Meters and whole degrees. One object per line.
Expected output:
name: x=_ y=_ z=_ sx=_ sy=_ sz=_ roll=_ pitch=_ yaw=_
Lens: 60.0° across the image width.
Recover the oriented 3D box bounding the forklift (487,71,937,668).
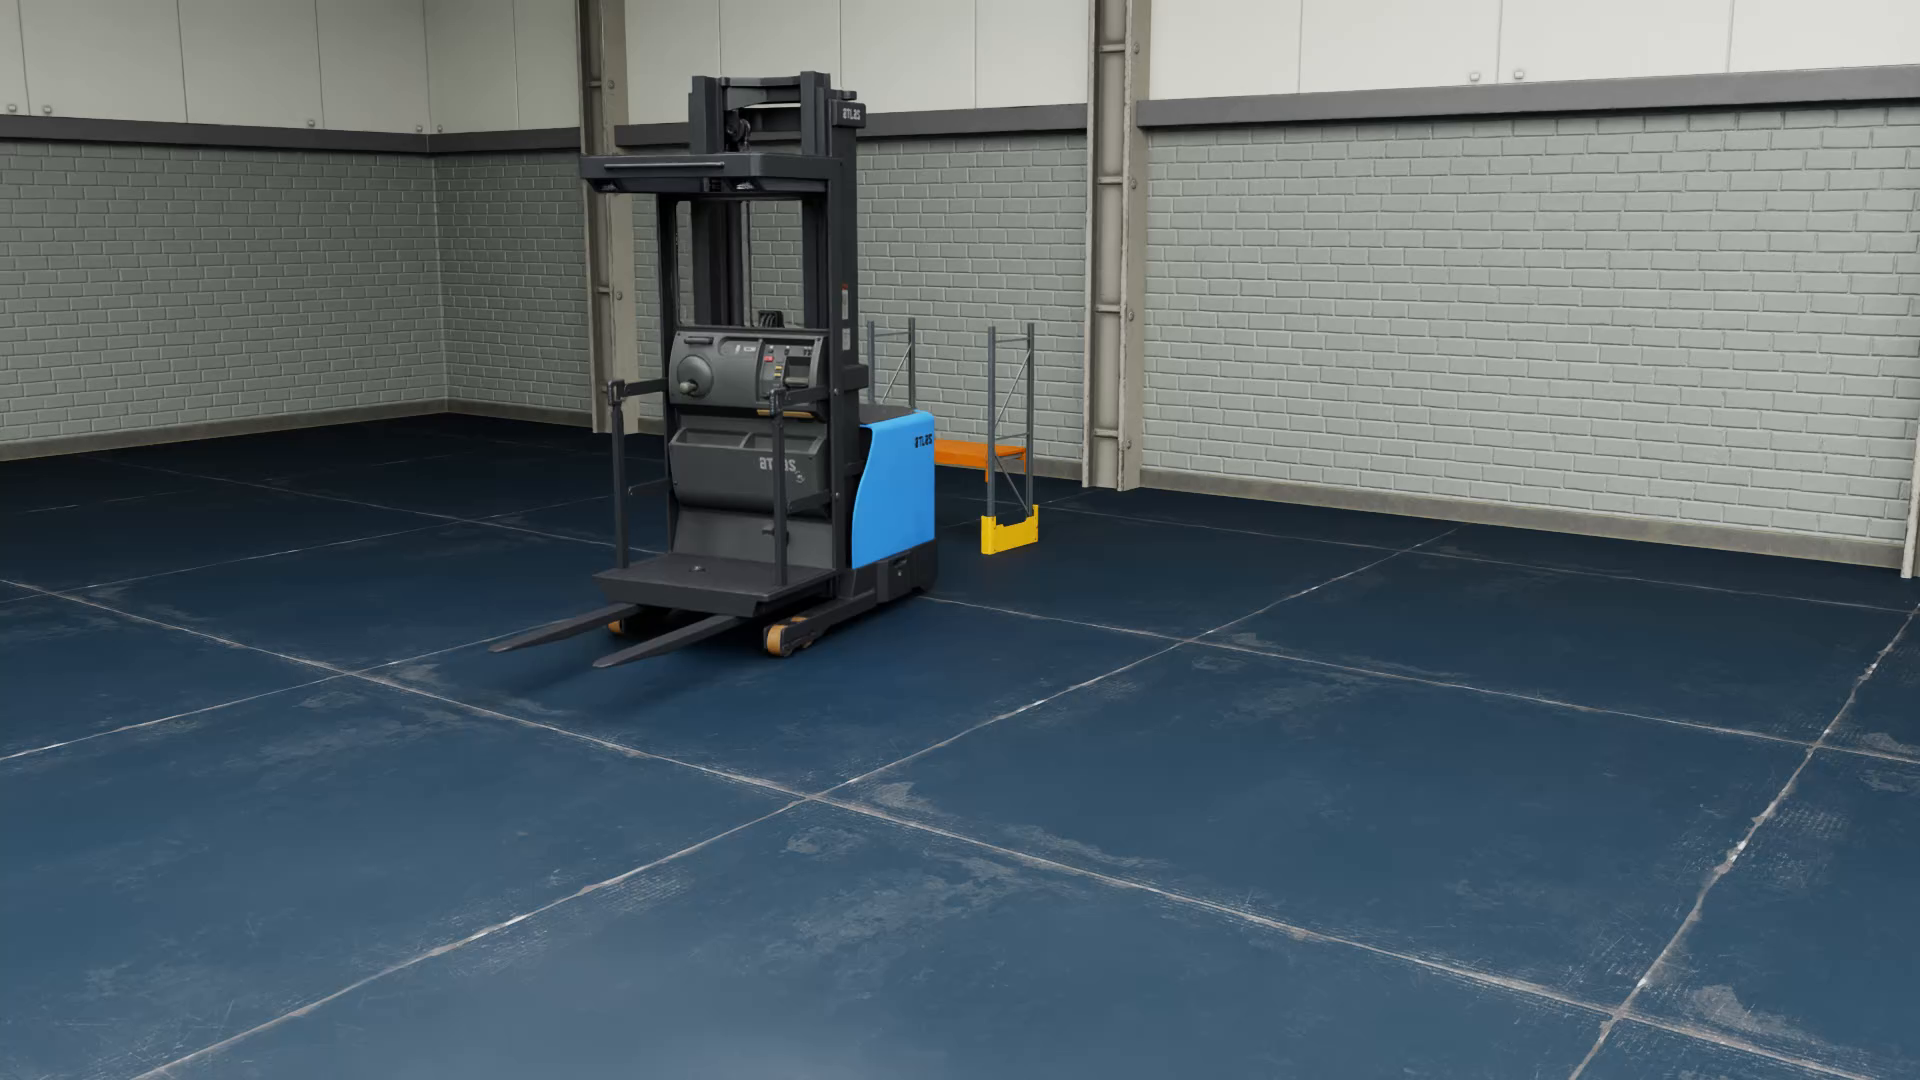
forklift: x=-1.235 y=-0.939 z=8.669 sx=1.130 sy=2.935 sz=3.031 roll=5 pitch=12 yaw=25

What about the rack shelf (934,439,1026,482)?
rack shelf: x=-0.069 y=-0.569 z=11.471 sx=1.000 sy=0.185 sz=0.538 roll=8 pitch=13 yaw=36

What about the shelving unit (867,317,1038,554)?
shelving unit: x=-0.061 y=-0.745 z=11.432 sx=1.083 sy=1.500 sz=0.587 roll=8 pitch=13 yaw=36

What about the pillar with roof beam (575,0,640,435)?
pillar with roof beam: x=-6.124 y=-4.878 z=13.054 sx=0.400 sy=9.000 sz=9.100 roll=8 pitch=13 yaw=36

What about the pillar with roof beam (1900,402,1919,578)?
pillar with roof beam: x=3.548 y=-3.529 z=6.080 sx=0.400 sy=9.000 sz=9.100 roll=8 pitch=13 yaw=36

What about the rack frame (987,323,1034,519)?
rack frame: x=0.341 y=-0.689 z=11.141 sx=0.032 sy=1.500 sz=0.500 roll=8 pitch=13 yaw=36

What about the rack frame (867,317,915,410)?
rack frame: x=-0.478 y=-0.803 z=11.732 sx=0.032 sy=1.500 sz=0.500 roll=8 pitch=13 yaw=36

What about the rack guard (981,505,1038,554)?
rack guard: x=0.340 y=-0.075 z=11.261 sx=0.087 sy=0.250 sz=0.587 roll=8 pitch=13 yaw=36

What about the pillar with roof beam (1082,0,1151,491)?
pillar with roof beam: x=-1.288 y=-4.204 z=9.567 sx=0.400 sy=9.000 sz=9.100 roll=8 pitch=13 yaw=36
